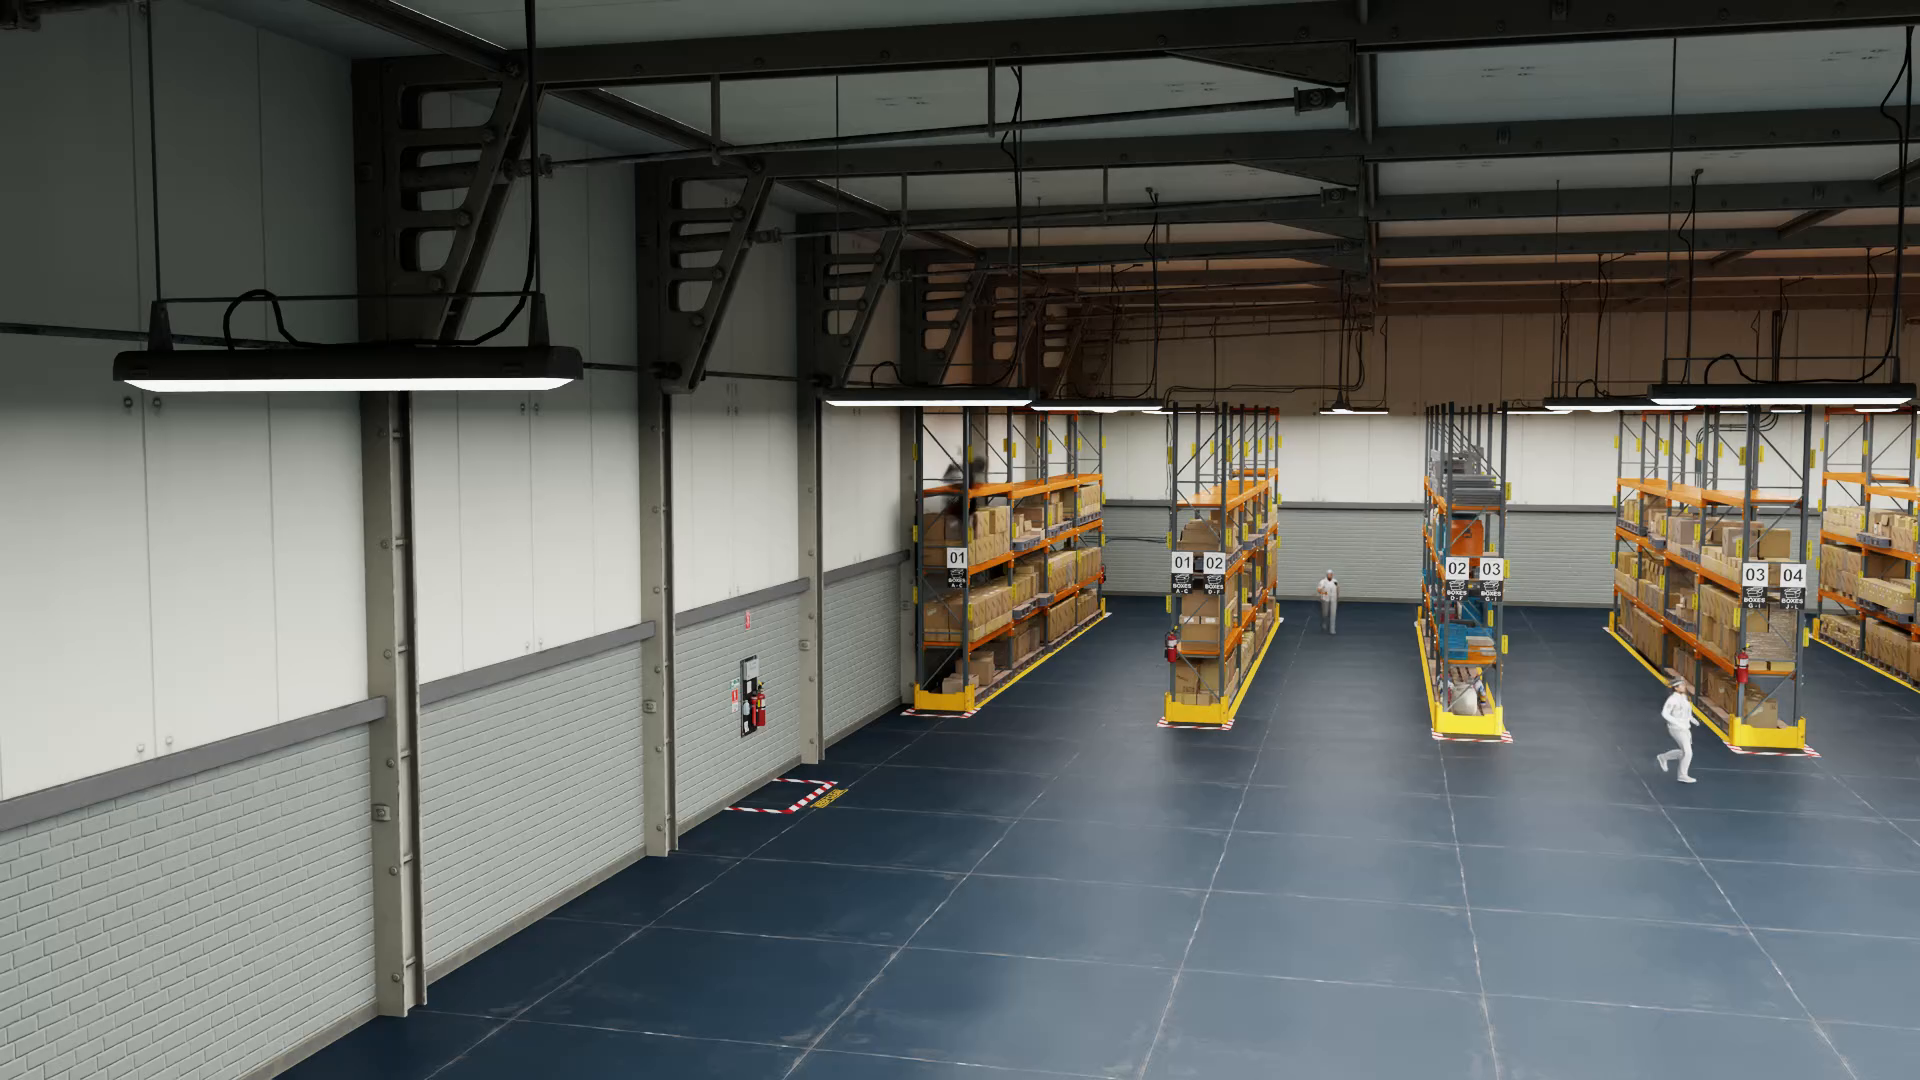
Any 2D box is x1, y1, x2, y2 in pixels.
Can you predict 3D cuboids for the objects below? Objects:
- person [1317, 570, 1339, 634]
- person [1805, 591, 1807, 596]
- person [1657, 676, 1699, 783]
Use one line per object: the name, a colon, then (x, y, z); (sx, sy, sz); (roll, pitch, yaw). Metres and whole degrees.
person: (9.802, 1.623, 44.216); (0.604, 1.665, 0.942); (0, 4, 1)
person: (22.133, 1.699, 44.051); (0.701, 1.600, 0.579); (-2, 4, -20)
person: (11.288, 2.961, 26.177); (0.619, 1.651, 0.647); (-4, 6, -42)
